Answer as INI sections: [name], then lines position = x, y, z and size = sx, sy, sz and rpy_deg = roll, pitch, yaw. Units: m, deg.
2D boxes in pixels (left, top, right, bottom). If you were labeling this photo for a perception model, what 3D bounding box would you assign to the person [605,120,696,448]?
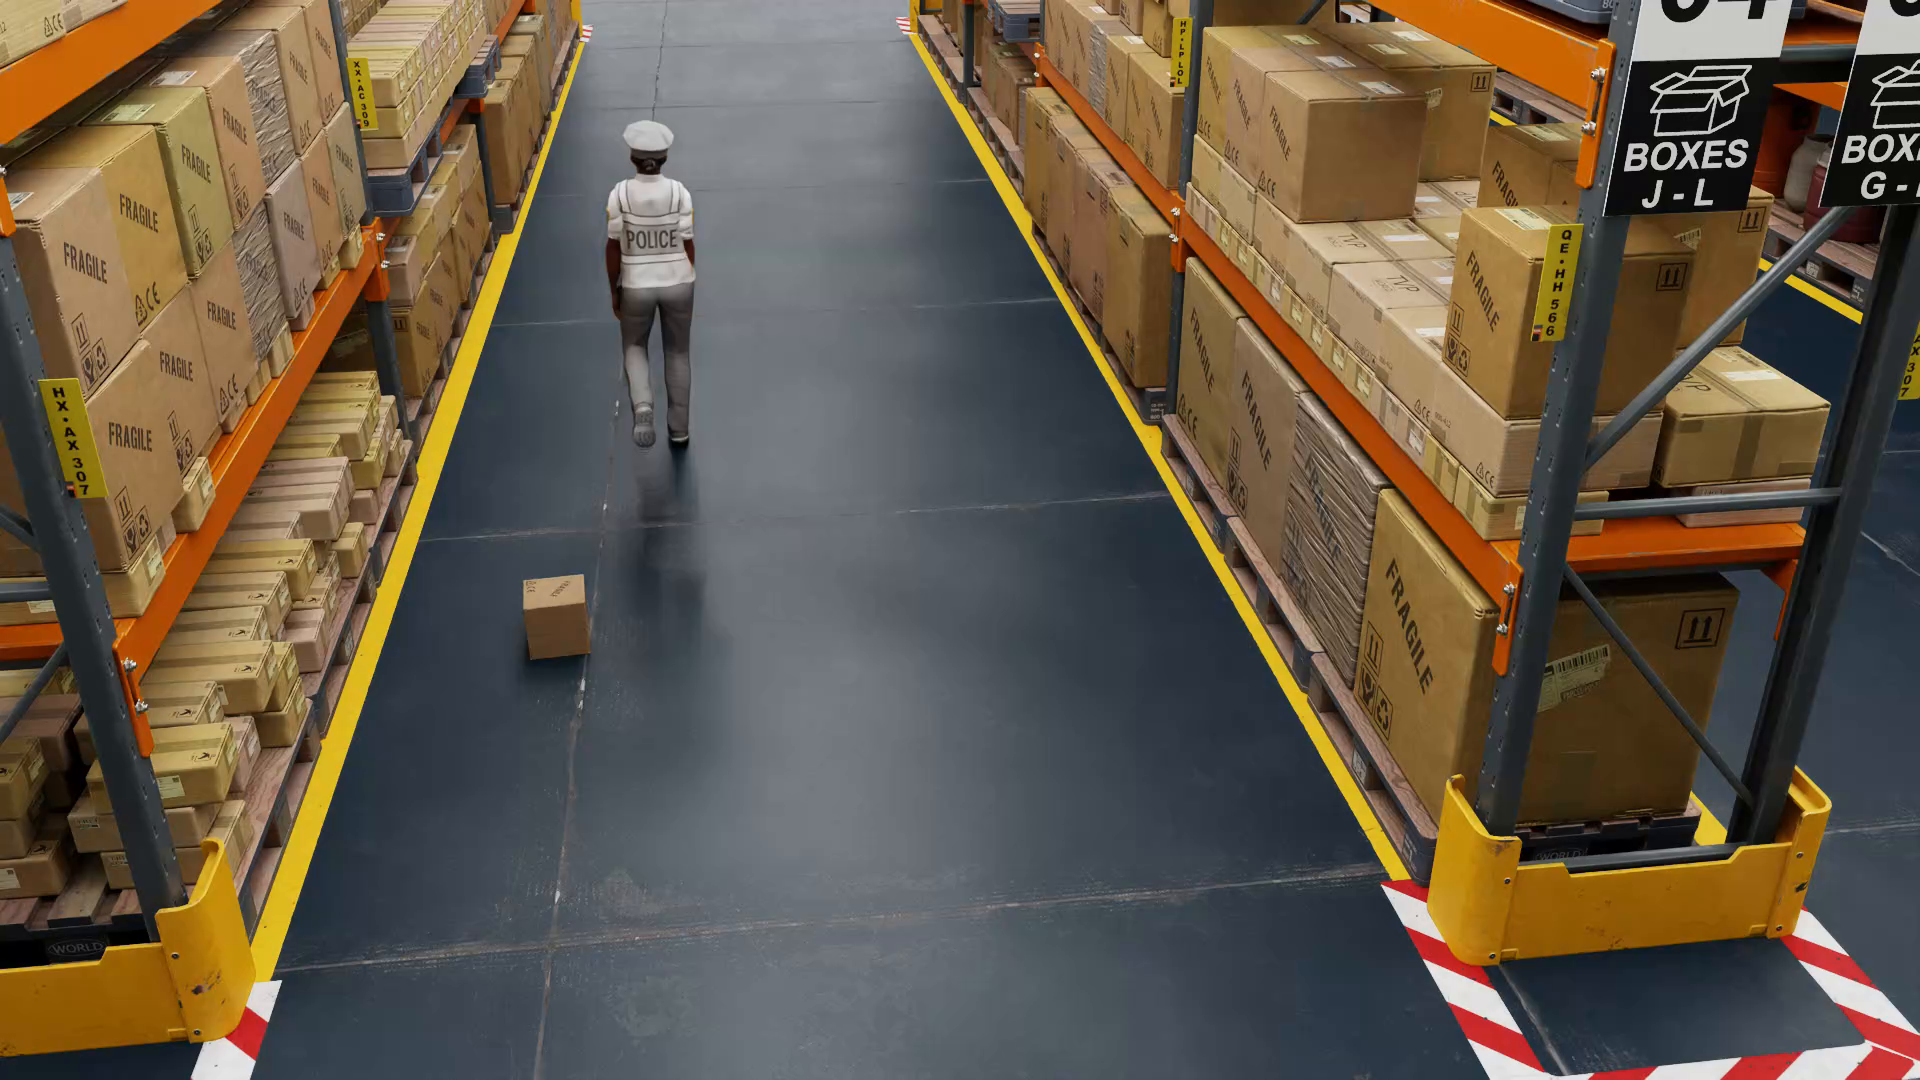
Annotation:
[person]
position = -1.561, -1.262, 8.496
size = 0.459, 1.674, 0.500
rpy_deg = -4, 28, -8
